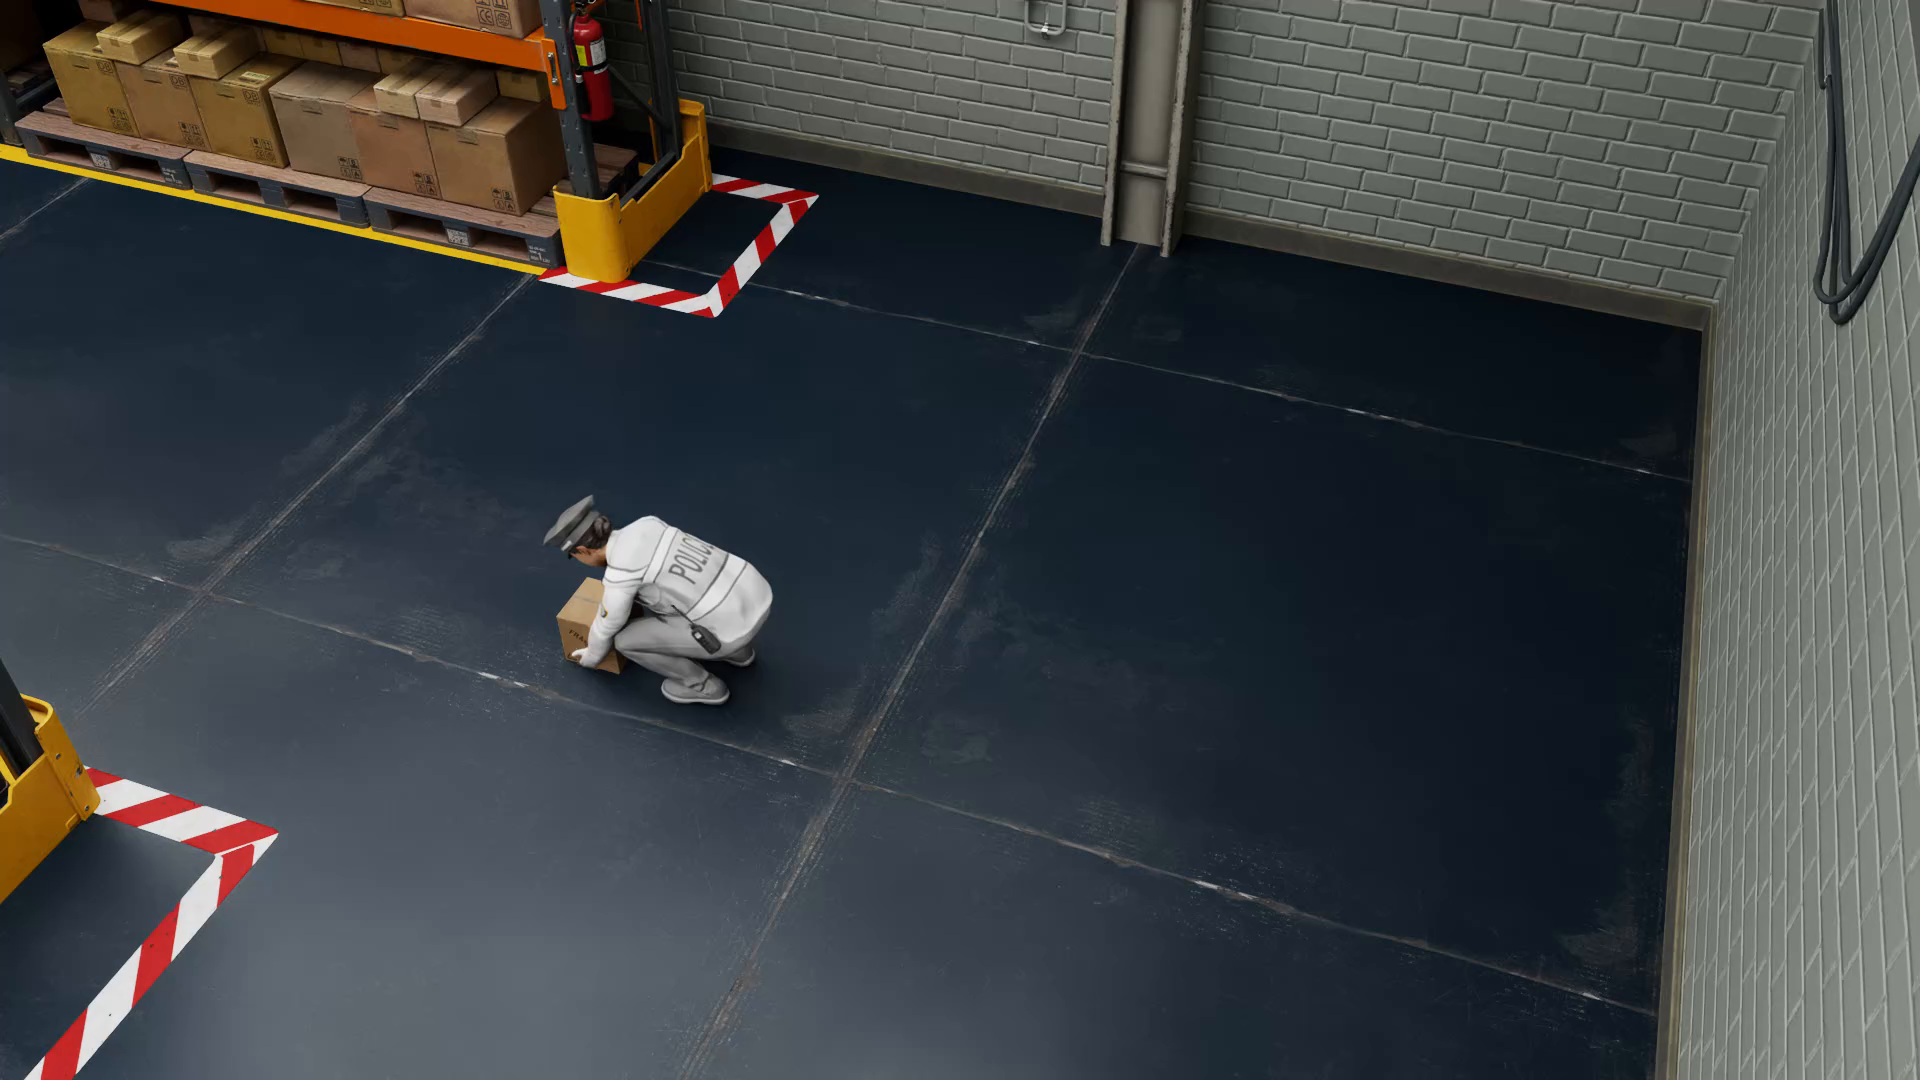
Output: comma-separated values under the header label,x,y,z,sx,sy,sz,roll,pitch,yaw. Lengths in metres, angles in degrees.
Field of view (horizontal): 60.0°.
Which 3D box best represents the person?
label,x,y,z,sx,sy,sz,roll,pitch,yaw
person,-1.173,0.217,6.558,0.863,0.851,0.478,14,44,15
